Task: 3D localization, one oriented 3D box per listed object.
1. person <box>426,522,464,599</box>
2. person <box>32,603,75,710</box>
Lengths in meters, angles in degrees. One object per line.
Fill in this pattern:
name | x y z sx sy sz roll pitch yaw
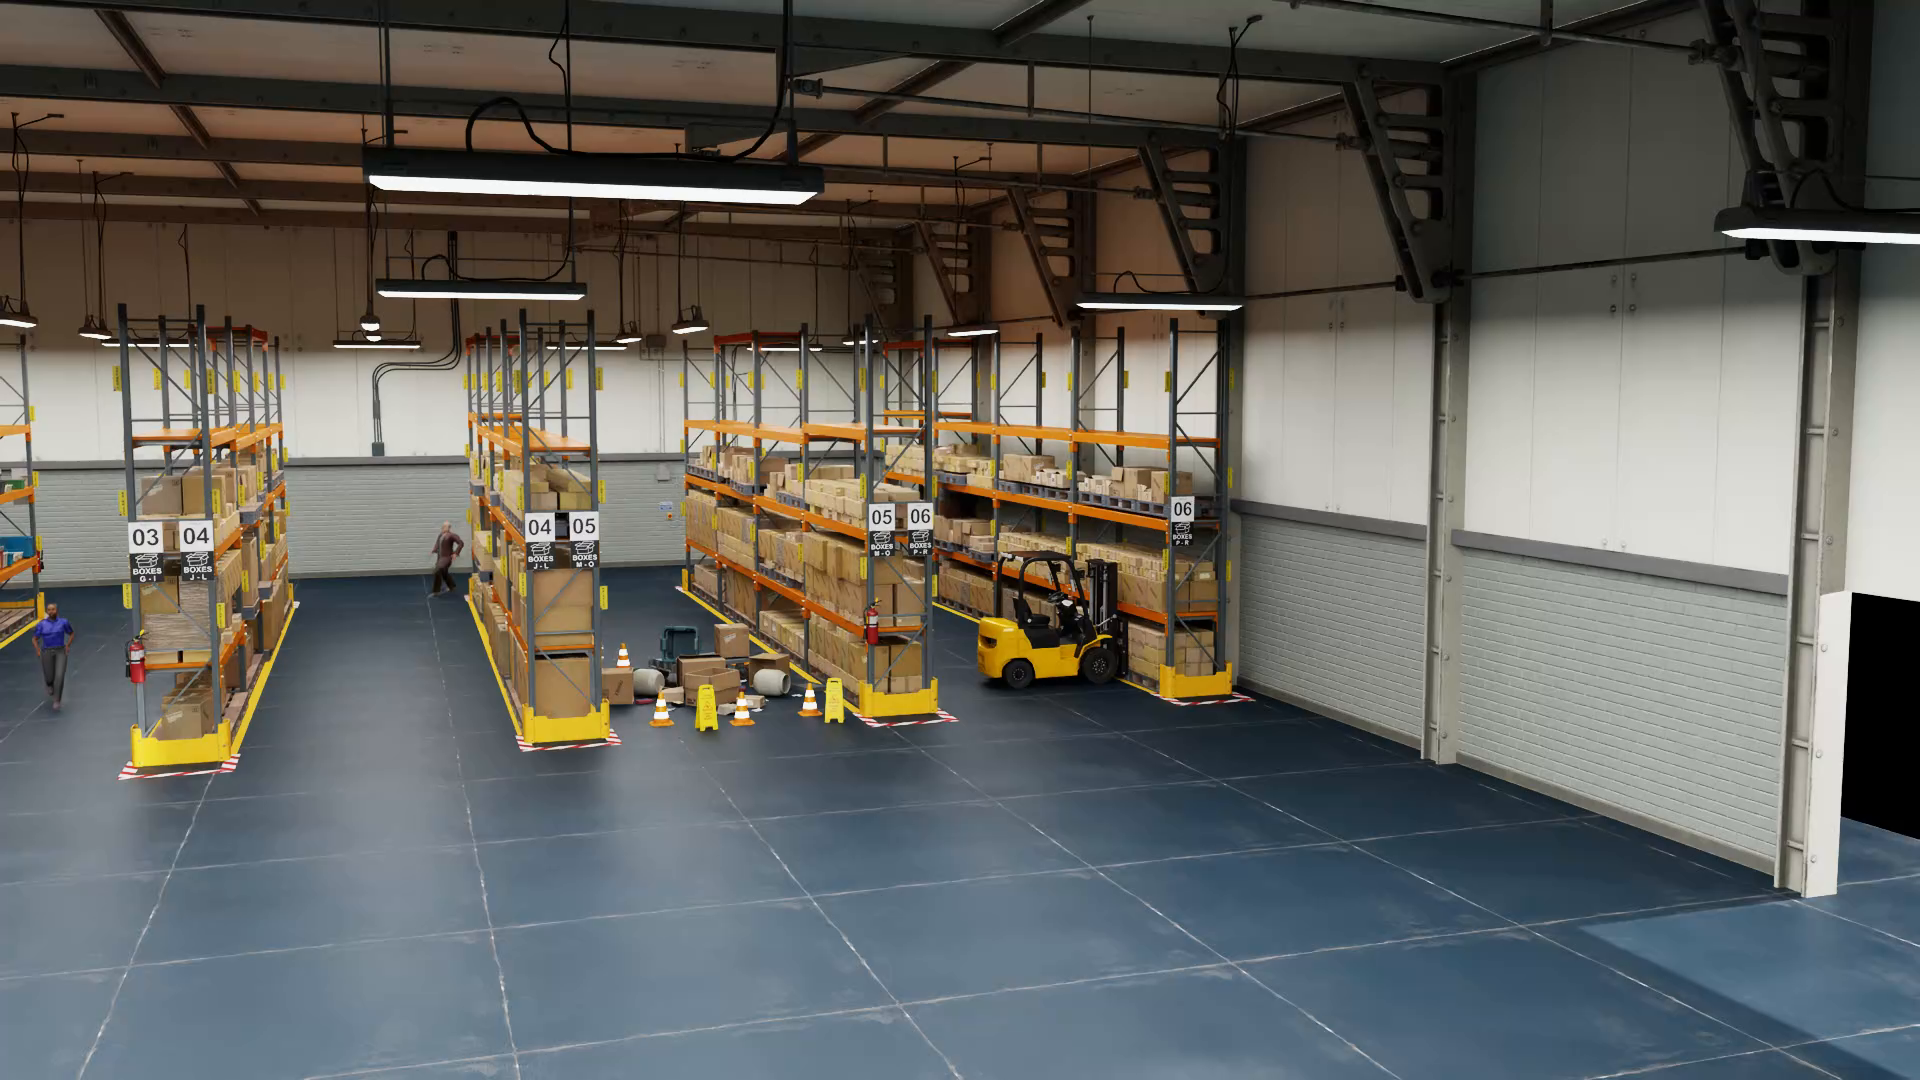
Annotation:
person | -11.960 0.468 38.664 0.764 1.806 0.886 5 7 42
person | -14.000 1.776 25.721 0.584 1.628 0.668 -3 6 -29
